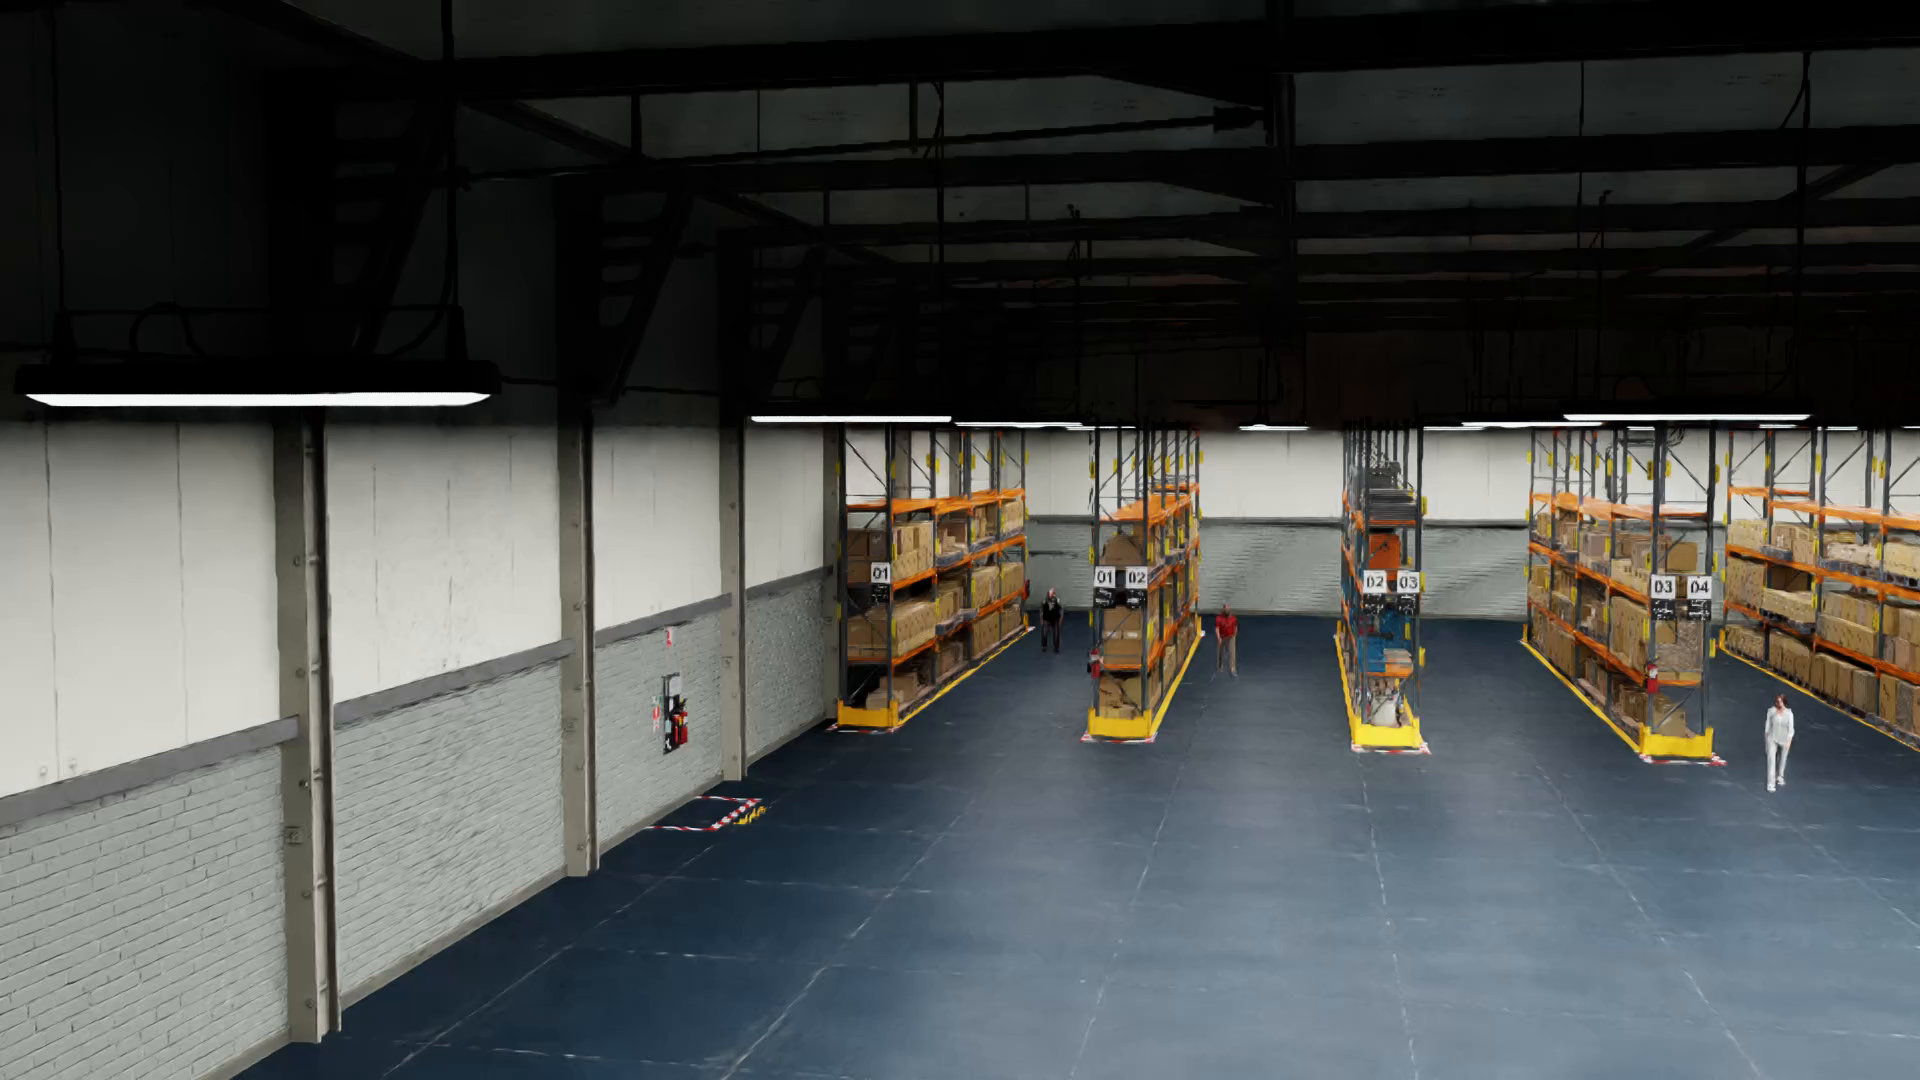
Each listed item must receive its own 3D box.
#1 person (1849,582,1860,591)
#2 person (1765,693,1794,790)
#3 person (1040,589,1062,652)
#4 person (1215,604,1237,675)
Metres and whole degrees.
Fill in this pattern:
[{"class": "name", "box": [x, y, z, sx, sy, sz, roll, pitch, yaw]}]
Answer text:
[{"class": "person", "box": [24.089, 1.931, 44.574, 0.380, 1.783, 0.632, -1, 4, -22]}, {"class": "person", "box": [13.123, 3.212, 26.643, 0.406, 1.533, 0.962, 1, 4, 20]}, {"class": "person", "box": [2.371, 2.093, 43.205, 0.624, 1.671, 0.534, 1, 4, 9]}, {"class": "person", "box": [6.271, 2.332, 39.234, 0.536, 1.659, 1.036, 0, 4, 4]}]
